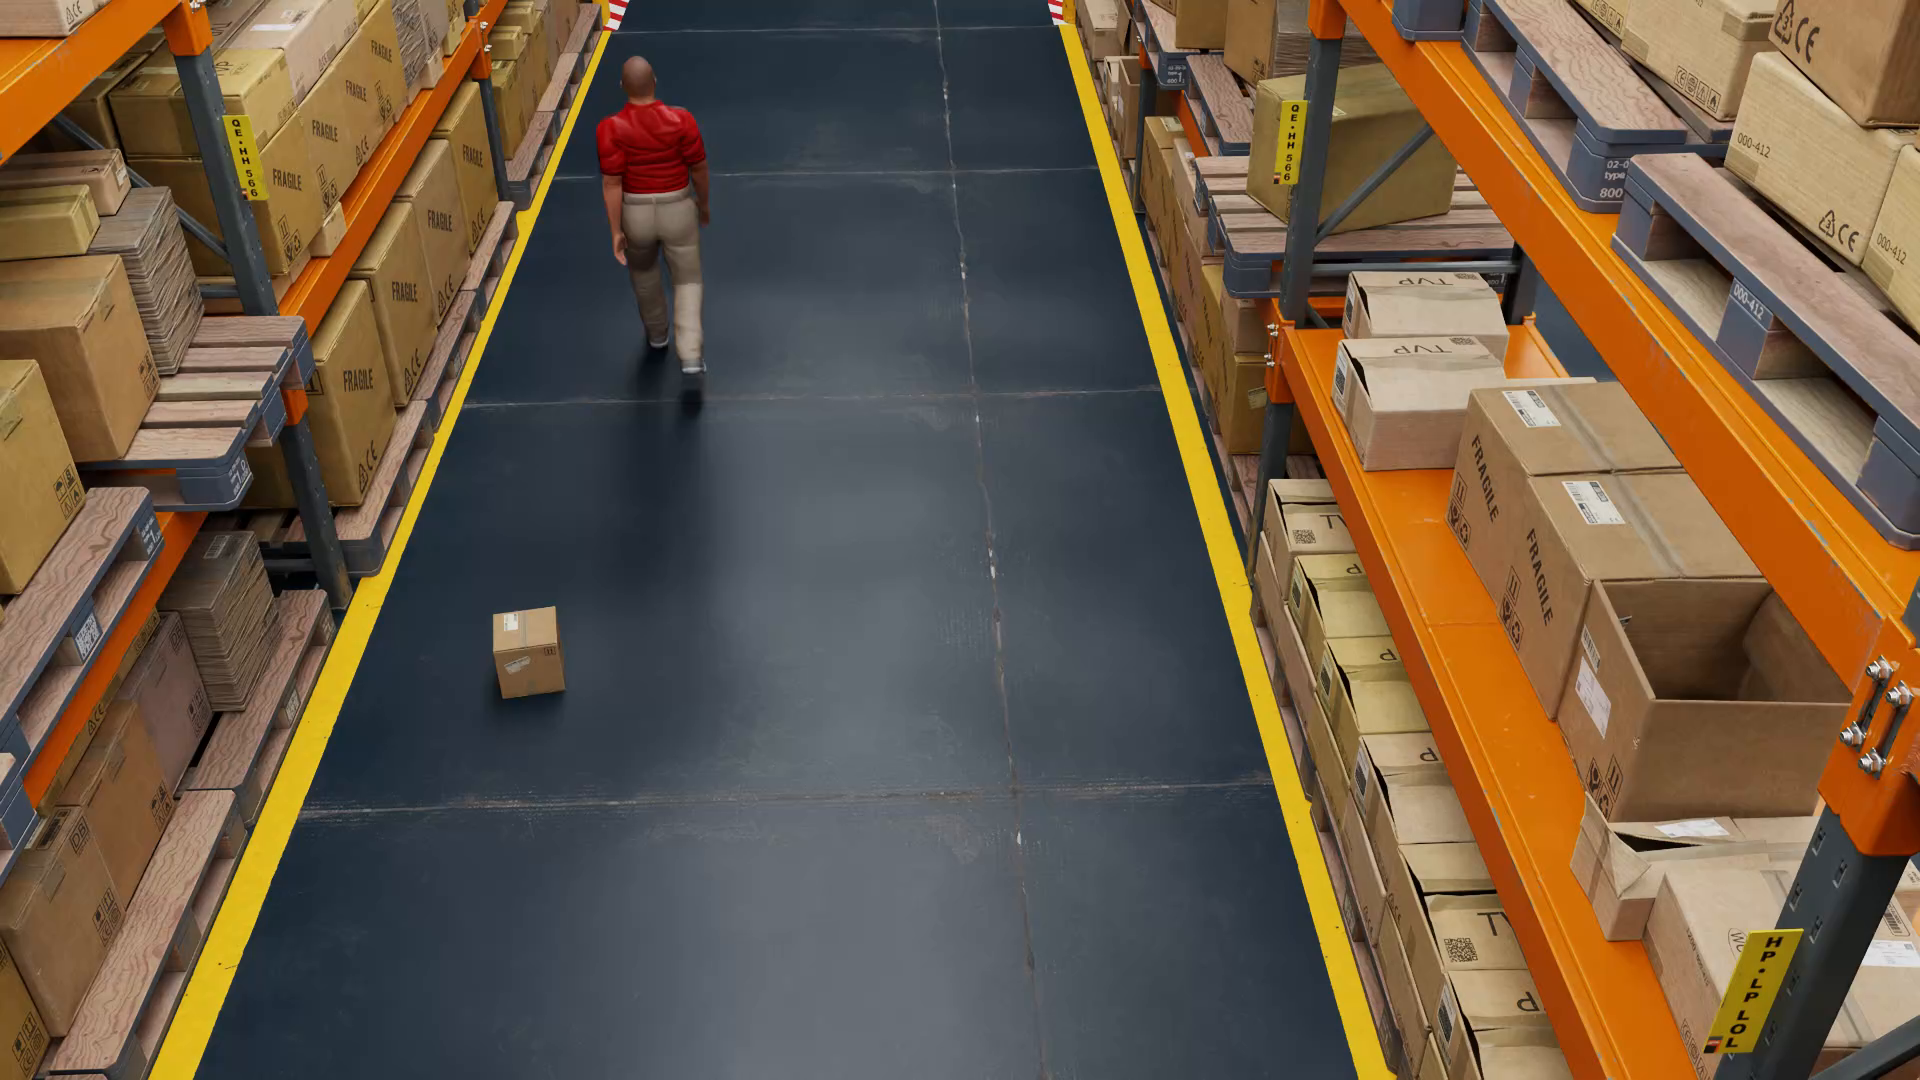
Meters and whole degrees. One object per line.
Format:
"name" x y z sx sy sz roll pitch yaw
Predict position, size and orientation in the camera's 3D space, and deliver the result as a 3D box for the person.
"person" -1.537 -1.658 8.520 0.536 1.681 0.959 -5 35 -7
